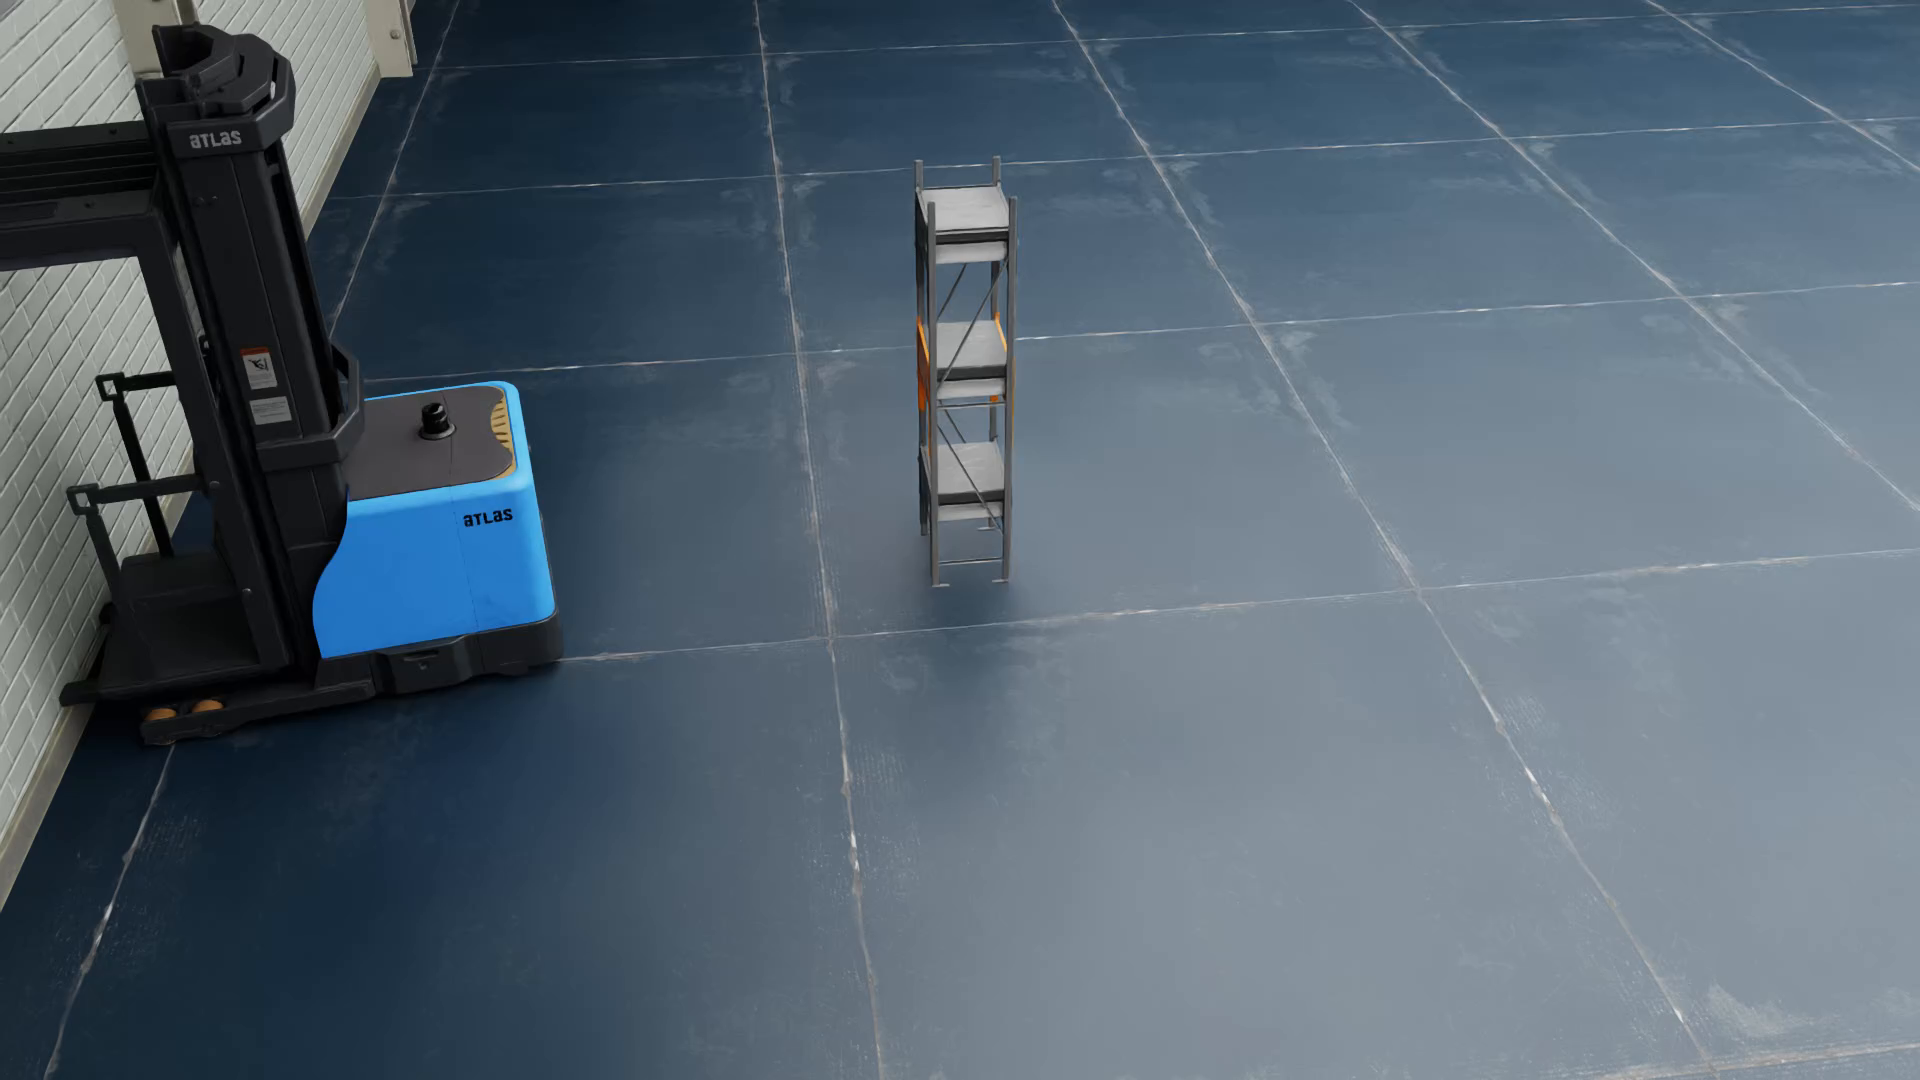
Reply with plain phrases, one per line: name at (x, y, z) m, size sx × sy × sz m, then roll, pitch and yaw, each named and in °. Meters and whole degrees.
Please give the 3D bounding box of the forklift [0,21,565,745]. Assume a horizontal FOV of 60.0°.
forklift at (-3.474, -0.617, 7.181) m, size 3.031 × 2.935 × 1.130 m, roll -10°, pitch 35°, yaw -14°

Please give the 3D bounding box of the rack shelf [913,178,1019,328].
rack shelf at (0.022, -1.342, 7.765) m, size 0.431 × 0.518 × 0.480 m, roll -4°, pitch 35°, yaw -6°

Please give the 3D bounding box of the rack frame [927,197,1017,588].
rack frame at (0.055, -0.639, 7.952) m, size 0.400 × 2.100 × 0.015 m, roll -4°, pitch 35°, yaw -6°

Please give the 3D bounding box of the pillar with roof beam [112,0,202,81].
pillar with roof beam at (-0.059, -4.987, 8.206) m, size 9.100 × 9.000 × 0.400 m, roll -4°, pitch 35°, yaw -6°

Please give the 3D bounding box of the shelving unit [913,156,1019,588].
shelving unit at (0.022, -0.775, 8.152) m, size 0.431 × 2.100 × 0.503 m, roll -4°, pitch 35°, yaw -6°

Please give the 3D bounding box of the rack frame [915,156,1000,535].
rack frame at (-0.011, -0.911, 8.352) m, size 0.400 × 2.100 × 0.015 m, roll -4°, pitch 35°, yaw -6°

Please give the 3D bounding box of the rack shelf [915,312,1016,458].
rack shelf at (0.022, -0.764, 8.159) m, size 0.431 × 0.518 × 0.480 m, roll -4°, pitch 35°, yaw -6°

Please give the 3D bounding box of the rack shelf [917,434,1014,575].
rack shelf at (0.022, -0.186, 8.554) m, size 0.431 × 0.518 × 0.480 m, roll -4°, pitch 35°, yaw -6°

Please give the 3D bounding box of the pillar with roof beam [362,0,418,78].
pillar with roof beam at (-0.866, -8.335, 13.119) m, size 9.100 × 9.000 × 0.400 m, roll -4°, pitch 35°, yaw -6°
